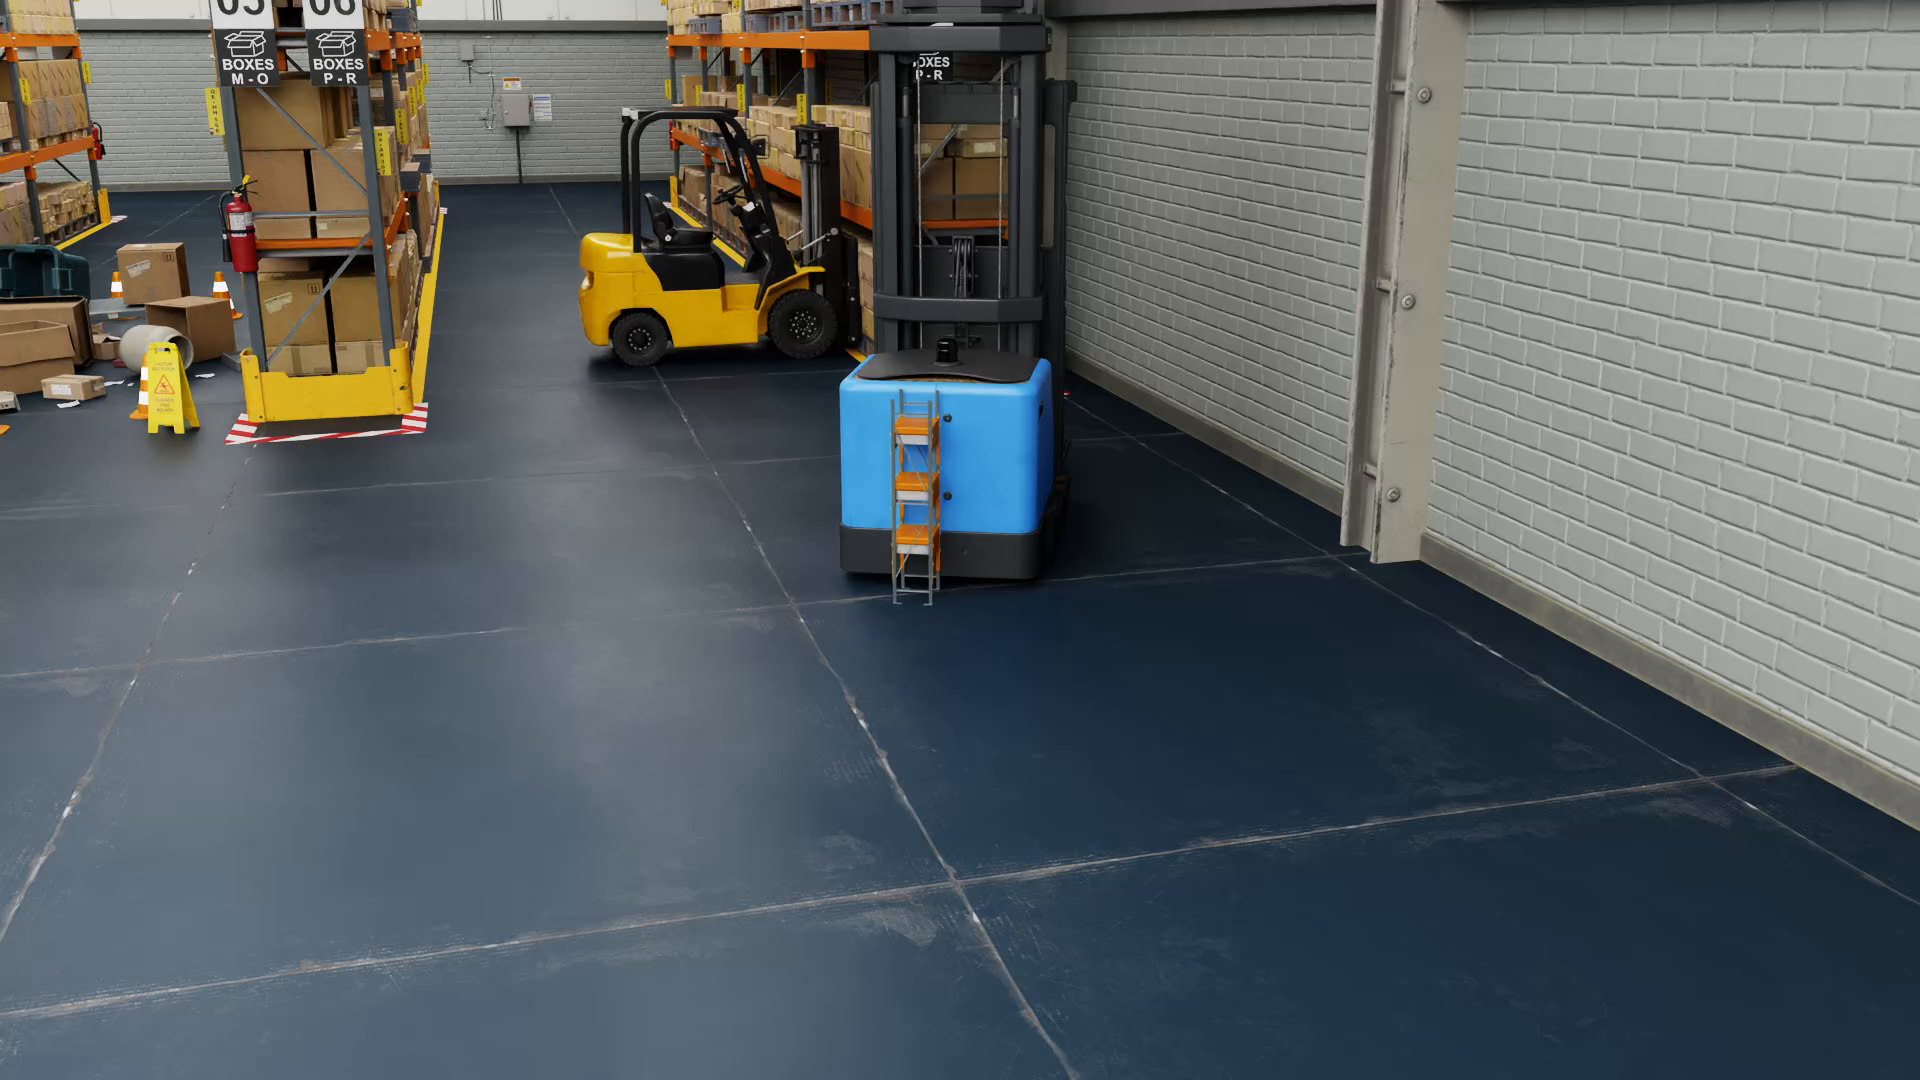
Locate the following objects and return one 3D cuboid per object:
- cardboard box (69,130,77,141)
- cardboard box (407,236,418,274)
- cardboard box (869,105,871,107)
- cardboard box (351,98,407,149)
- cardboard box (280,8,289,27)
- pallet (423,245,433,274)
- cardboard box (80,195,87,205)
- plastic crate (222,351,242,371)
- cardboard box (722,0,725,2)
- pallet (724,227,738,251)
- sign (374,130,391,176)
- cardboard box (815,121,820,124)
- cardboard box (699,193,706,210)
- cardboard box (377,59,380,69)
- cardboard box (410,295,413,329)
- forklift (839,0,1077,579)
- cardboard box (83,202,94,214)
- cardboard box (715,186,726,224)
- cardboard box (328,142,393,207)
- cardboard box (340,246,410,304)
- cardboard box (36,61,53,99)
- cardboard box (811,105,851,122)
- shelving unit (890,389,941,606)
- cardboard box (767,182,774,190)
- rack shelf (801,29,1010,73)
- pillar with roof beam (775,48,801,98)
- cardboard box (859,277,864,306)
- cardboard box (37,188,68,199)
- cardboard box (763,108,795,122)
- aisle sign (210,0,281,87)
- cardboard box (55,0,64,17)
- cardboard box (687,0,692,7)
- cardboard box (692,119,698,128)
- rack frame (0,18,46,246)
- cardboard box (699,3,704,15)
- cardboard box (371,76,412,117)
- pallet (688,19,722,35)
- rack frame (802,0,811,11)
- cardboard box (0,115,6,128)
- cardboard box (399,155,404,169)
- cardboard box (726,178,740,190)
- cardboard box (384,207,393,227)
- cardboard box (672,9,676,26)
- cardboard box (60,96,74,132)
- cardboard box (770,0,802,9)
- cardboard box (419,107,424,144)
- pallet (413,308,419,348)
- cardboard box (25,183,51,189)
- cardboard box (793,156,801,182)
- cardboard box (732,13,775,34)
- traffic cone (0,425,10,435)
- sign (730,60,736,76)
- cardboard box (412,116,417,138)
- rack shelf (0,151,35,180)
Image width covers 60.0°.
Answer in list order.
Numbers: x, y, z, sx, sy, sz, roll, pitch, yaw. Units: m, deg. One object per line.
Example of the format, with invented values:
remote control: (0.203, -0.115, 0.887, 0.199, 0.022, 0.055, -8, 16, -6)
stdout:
cardboard box: (-13.311, -5.987, 24.605, 0.380, 0.149, 0.250, -4, 17, -14)
cardboard box: (-6.594, -3.172, 18.636, 0.950, 0.372, 0.625, -5, 17, -16)
cardboard box: (-0.701, -4.314, 16.780, 0.380, 0.149, 0.250, -5, 17, -15)
cardboard box: (-5.843, -4.166, 16.686, 0.500, 0.500, 0.500, -5, 17, -15)
cardboard box: (-5.259, -3.912, 12.486, 0.380, 0.149, 0.250, -4, 17, -14)
pallet: (-7.095, -3.479, 20.666, 1.003, 0.211, 1.213, -5, 17, -15)
cardboard box: (-13.317, -5.095, 24.907, 0.380, 0.149, 0.250, -5, 18, -18)
plastic crate: (-6.208, -1.586, 14.594, 0.402, 0.080, 0.583, -12, 20, -34)
cardboard box: (-2.915, -7.112, 21.752, 0.380, 0.149, 0.250, -5, 17, -15)
pallet: (-2.679, -4.194, 23.048, 1.003, 0.211, 1.213, -5, 17, -15)
sign: (-4.230, -2.835, 12.170, 0.100, 0.325, 0.005, -5, 17, -15)
cardboard box: (-1.245, -4.127, 16.675, 0.380, 0.149, 0.250, -5, 17, -16)
cardboard box: (-3.812, -5.211, 25.609, 0.396, 0.266, 0.258, -4, 17, -13)
cardboard box: (-9.003, -7.233, 25.276, 0.380, 0.149, 0.250, -5, 17, -15)
cardboard box: (-5.274, -2.079, 15.209, 0.500, 0.250, 0.500, -5, 17, -17)
forklift: (0.085, -1.581, 9.621, 1.130, 2.935, 3.031, 2, 17, 8)
cardboard box: (-13.368, -5.027, 25.199, 0.380, 0.149, 0.250, -4, 17, -14)
cardboard box: (-3.206, -4.796, 23.819, 0.500, 0.500, 0.500, -5, 17, -16)
cardboard box: (-4.761, -2.863, 13.080, 0.500, 0.500, 0.500, -4, 17, -14)
cardboard box: (-5.148, -2.303, 14.651, 0.500, 0.500, 0.500, -4, 17, -12)
cardboard box: (-12.937, -6.374, 23.030, 0.500, 0.500, 0.500, -4, 17, -14)
cardboard box: (-1.277, -4.266, 16.623, 0.380, 0.149, 0.250, -4, 17, -14)
shelving unit: (-0.221, -0.213, 8.337, 0.215, 1.050, 0.252, 2, 17, 8)
cardboard box: (-2.429, -4.820, 22.773, 0.380, 0.149, 0.250, -5, 17, -15)
rack shelf: (-0.530, -4.416, 14.975, 1.077, 0.370, 4.000, -5, 17, -15)
pillar with roof beam: (-6.742, -8.887, 23.394, 9.100, 9.000, 0.400, -5, 17, -15)
cardboard box: (-0.704, -2.285, 15.025, 0.500, 0.250, 0.500, -5, 17, -17)
cardboard box: (-13.181, -5.014, 24.121, 0.380, 0.149, 0.250, -5, 18, -17)
cardboard box: (-2.121, -5.016, 19.637, 0.380, 0.149, 0.250, -4, 17, -15)
aisle sign: (-5.014, -3.582, 11.644, 0.394, 0.787, 0.004, -5, 17, -15)
cardboard box: (-13.368, -7.739, 24.180, 0.500, 0.250, 0.500, -5, 17, -17)
cardboard box: (-3.796, -8.097, 24.854, 0.500, 0.250, 0.500, -5, 17, -16)
cardboard box: (-3.805, -6.420, 25.353, 0.500, 0.250, 0.500, -5, 17, -15)
rack frame: (-12.781, -5.277, 21.806, 1.000, 3.000, 0.127, -5, 17, -15)
cardboard box: (-3.390, -7.328, 22.951, 0.380, 0.149, 0.250, -4, 17, -14)
cardboard box: (-6.997, -5.409, 20.333, 0.500, 0.500, 0.500, -5, 17, -15)
pallet: (-3.167, -7.251, 23.488, 1.213, 0.211, 1.003, -5, 17, -15)
rack frame: (-1.080, -6.750, 16.282, 1.000, 3.000, 0.127, -5, 17, -15)
cardboard box: (-12.409, -5.333, 21.182, 0.380, 0.149, 0.250, -5, 17, -15)
cardboard box: (-5.699, -3.742, 16.403, 0.380, 0.149, 0.250, -4, 17, -14)
cardboard box: (-3.082, -4.997, 23.361, 0.380, 0.149, 0.250, -5, 17, -15)
cardboard box: (-4.750, -2.589, 13.295, 0.380, 0.149, 0.250, -4, 17, -14)
cardboard box: (-4.359, -8.420, 26.799, 0.500, 0.250, 0.500, -4, 17, -14)
cardboard box: (-13.225, -6.188, 24.146, 0.500, 0.500, 0.500, -5, 17, -15)
cardboard box: (-1.886, -5.936, 18.318, 0.380, 0.149, 0.250, -5, 17, -16)
cardboard box: (-7.927, -5.895, 23.689, 0.500, 0.500, 0.500, -4, 17, -13)
pallet: (-5.633, -1.965, 15.627, 1.003, 0.211, 1.213, -5, 17, -15)
cardboard box: (-13.872, -5.266, 24.959, 0.380, 0.149, 0.250, -4, 17, -14)
cardboard box: (-1.470, -3.924, 17.562, 0.500, 0.250, 0.500, -4, 17, -14)
cardboard box: (-2.553, -6.471, 20.827, 0.500, 0.250, 0.500, -5, 18, -17)
traffic cone: (-7.084, -0.997, 11.968, 0.336, 0.463, 0.334, -5, 17, -15)
sign: (-3.838, -7.941, 28.111, 0.100, 0.325, 0.005, -5, 17, -15)
cardboard box: (-7.118, -5.199, 20.938, 0.500, 0.250, 0.500, -5, 17, -15)
rack shelf: (-12.232, -4.379, 20.068, 1.077, 0.370, 4.000, -5, 17, -15)
